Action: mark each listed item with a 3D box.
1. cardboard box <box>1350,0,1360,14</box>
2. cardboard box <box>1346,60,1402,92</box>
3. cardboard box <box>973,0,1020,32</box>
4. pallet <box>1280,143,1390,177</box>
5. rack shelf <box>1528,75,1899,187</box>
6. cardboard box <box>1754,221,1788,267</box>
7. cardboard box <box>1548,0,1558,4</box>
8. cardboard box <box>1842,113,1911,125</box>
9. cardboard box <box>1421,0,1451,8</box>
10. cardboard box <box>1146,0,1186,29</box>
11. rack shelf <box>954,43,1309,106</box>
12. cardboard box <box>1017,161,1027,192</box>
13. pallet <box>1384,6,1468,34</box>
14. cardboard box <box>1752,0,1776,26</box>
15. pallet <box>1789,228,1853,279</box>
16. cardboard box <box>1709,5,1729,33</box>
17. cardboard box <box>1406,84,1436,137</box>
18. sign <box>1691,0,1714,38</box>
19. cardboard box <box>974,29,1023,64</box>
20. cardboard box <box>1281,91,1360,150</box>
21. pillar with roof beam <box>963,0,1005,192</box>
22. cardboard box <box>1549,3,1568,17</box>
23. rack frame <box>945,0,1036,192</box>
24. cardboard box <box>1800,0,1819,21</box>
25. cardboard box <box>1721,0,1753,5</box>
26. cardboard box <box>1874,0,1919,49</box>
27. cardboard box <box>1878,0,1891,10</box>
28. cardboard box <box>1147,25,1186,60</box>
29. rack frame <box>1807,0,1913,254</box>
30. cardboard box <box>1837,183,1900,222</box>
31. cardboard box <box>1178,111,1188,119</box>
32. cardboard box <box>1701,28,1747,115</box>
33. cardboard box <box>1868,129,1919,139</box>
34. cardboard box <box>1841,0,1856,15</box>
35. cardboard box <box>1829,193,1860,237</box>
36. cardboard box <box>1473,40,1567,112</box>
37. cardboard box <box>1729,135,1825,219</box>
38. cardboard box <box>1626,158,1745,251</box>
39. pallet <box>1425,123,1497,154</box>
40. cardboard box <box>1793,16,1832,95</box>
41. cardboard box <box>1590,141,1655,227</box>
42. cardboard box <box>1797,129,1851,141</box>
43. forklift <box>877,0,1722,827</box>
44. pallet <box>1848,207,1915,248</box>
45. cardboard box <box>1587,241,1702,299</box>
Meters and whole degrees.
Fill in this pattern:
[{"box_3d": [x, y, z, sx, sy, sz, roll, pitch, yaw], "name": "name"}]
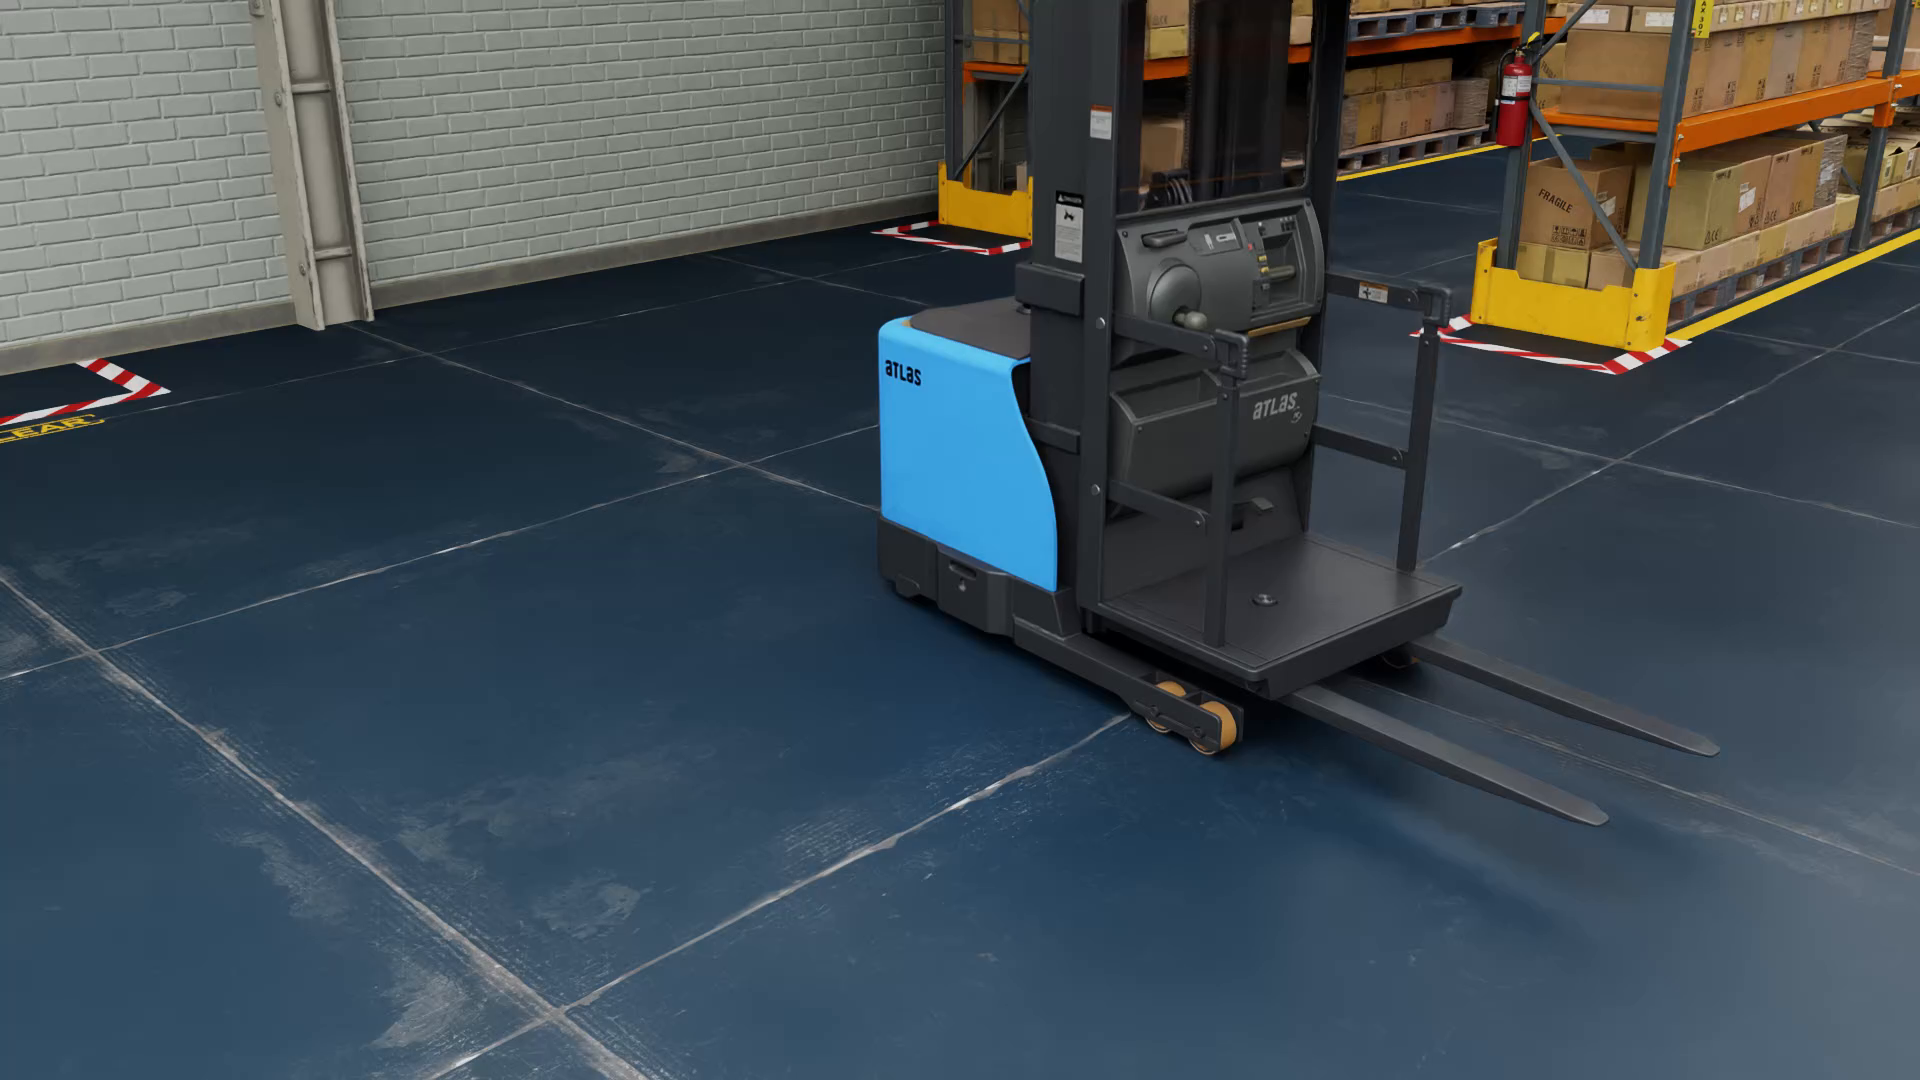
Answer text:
[{"box_3d": [3.447, -5.362, 16.091, 0.700, 0.500, 0.500, 19, 28, 41], "name": "cardboard box"}, {"box_3d": [4.234, -4.818, 17.255, 0.500, 0.250, 0.500, 18, 28, 39], "name": "cardboard box"}, {"box_3d": [0.454, -4.423, 13.537, 0.500, 0.500, 0.500, 19, 28, 40], "name": "cardboard box"}, {"box_3d": [3.610, -3.887, 16.892, 1.003, 0.211, 1.213, 19, 28, 41], "name": "pallet"}, {"box_3d": [5.225, -2.899, 11.438, 1.077, 0.370, 4.000, 19, 28, 41], "name": "rack shelf"}, {"box_3d": [5.410, -2.100, 11.606, 0.500, 0.250, 0.500, 19, 28, 41], "name": "cardboard box"}, {"box_3d": [6.381, -6.271, 18.628, 0.500, 0.500, 0.500, -19, 28, -40], "name": "cardboard box"}, {"box_3d": [8.117, -3.622, 14.784, 0.500, 0.311, 0.500, 18, 28, 39], "name": "cardboard box"}, {"box_3d": [4.684, -5.819, 17.280, 0.700, 0.500, 0.500, 19, 28, 41], "name": "cardboard box"}, {"box_3d": [1.543, -4.552, 13.873, 0.500, 0.500, 0.500, 18, 27, 39], "name": "cardboard box"}, {"box_3d": [1.673, -4.138, 14.662, 1.077, 0.370, 4.000, 19, 28, 41], "name": "rack shelf"}, {"box_3d": [0.825, -3.065, 14.002, 0.500, 0.311, 0.500, 15, 26, 35], "name": "cardboard box"}, {"box_3d": [4.507, -5.407, 17.229, 1.003, 0.211, 1.213, 19, 28, 41], "name": "pallet"}, {"box_3d": [4.976, -3.383, 10.651, 0.380, 0.149, 0.250, 18, 27, 39], "name": "cardboard box"}, {"box_3d": [6.035, -2.253, 12.643, 1.003, 0.211, 1.213, 19, 28, 41], "name": "pallet"}, {"box_3d": [4.440, -3.186, 10.138, 0.380, 0.149, 0.250, 18, 28, 39], "name": "cardboard box"}, {"box_3d": [4.624, -4.618, 17.780, 0.700, 0.500, 0.500, 19, 28, 40], "name": "cardboard box"}, {"box_3d": [4.223, -3.021, 9.437, 0.100, 0.325, 0.005, 19, 28, 41], "name": "sign"}, {"box_3d": [0.465, -4.067, 13.657, 0.500, 0.250, 0.500, -20, 28, -41], "name": "cardboard box"}, {"box_3d": [3.569, -4.220, 16.743, 0.500, 0.500, 0.700, -19, 28, -40], "name": "cardboard box"}, {"box_3d": [3.230, -6.079, 10.347, 9.100, 9.000, 0.400, 19, 28, 41], "name": "pillar with roof beam"}, {"box_3d": [6.682, -6.044, 18.941, 0.250, 0.149, 0.380, -19, 28, -40], "name": "cardboard box"}, {"box_3d": [0.277, -3.959, 13.195, 1.000, 3.000, 0.127, 19, 28, 41], "name": "rack frame"}, {"box_3d": [5.513, -3.580, 11.163, 0.250, 0.149, 0.380, -19, 28, -40], "name": "cardboard box"}, {"box_3d": [4.564, -3.640, 10.416, 0.700, 0.500, 0.500, 18, 28, 39], "name": "cardboard box"}, {"box_3d": [7.535, -4.124, 13.484, 0.500, 0.500, 0.500, -18, 27, -38], "name": "cardboard box"}, {"box_3d": [6.584, -3.975, 12.191, 0.380, 0.149, 0.250, 19, 28, 41], "name": "cardboard box"}, {"box_3d": [1.557, -4.211, 14.031, 0.500, 0.250, 0.500, 19, 28, 40], "name": "cardboard box"}, {"box_3d": [6.620, -3.749, 12.647, 1.000, 3.000, 0.127, 19, 28, 41], "name": "rack frame"}, {"box_3d": [7.079, -2.703, 13.173, 0.500, 0.250, 0.500, 18, 28, 39], "name": "cardboard box"}, {"box_3d": [2.373, -3.749, 15.519, 0.500, 0.500, 0.500, 17, 27, 37], "name": "cardboard box"}, {"box_3d": [4.527, -3.020, 10.612, 0.500, 0.500, 0.700, -19, 28, -41], "name": "cardboard box"}, {"box_3d": [7.800, -3.228, 13.757, 0.500, 0.311, 0.500, 18, 27, 39], "name": "cardboard box"}, {"box_3d": [6.046, -3.776, 11.674, 0.380, 0.149, 0.250, 19, 28, 41], "name": "cardboard box"}, {"box_3d": [6.453, -2.487, 12.612, 0.500, 0.250, 0.500, 19, 28, 41], "name": "cardboard box"}, {"box_3d": [6.465, -5.365, 19.262, 0.750, 0.750, 0.750, 19, 28, 40], "name": "cardboard box"}, {"box_3d": [5.750, -2.582, 11.814, 0.500, 0.500, 0.500, 19, 28, 41], "name": "cardboard box"}, {"box_3d": [4.710, -2.194, 10.805, 0.500, 0.500, 0.500, 19, 28, 41], "name": "cardboard box"}, {"box_3d": [5.312, -4.514, 18.524, 1.003, 0.211, 1.213, 19, 28, 41], "name": "pallet"}, {"box_3d": [5.599, -3.415, 11.638, 0.500, 0.500, 0.700, -20, 28, -41], "name": "cardboard box"}, {"box_3d": [4.677, -2.456, 11.486, 0.500, 0.500, 0.500, 19, 28, 41], "name": "cardboard box"}, {"box_3d": [7.055, -3.234, 13.774, 0.500, 0.311, 0.500, -19, 28, -41], "name": "cardboard box"}, {"box_3d": [1.005, -0.888, 5.300, 1.130, 2.935, 3.031, -17, 27, -37], "name": "forklift"}, {"box_3d": [7.106, -2.646, 13.665, 1.003, 0.211, 1.213, 19, 28, 41], "name": "pallet"}, {"box_3d": [4.363, -1.715, 10.603, 0.500, 0.250, 0.500, 19, 28, 41], "name": "cardboard box"}]
